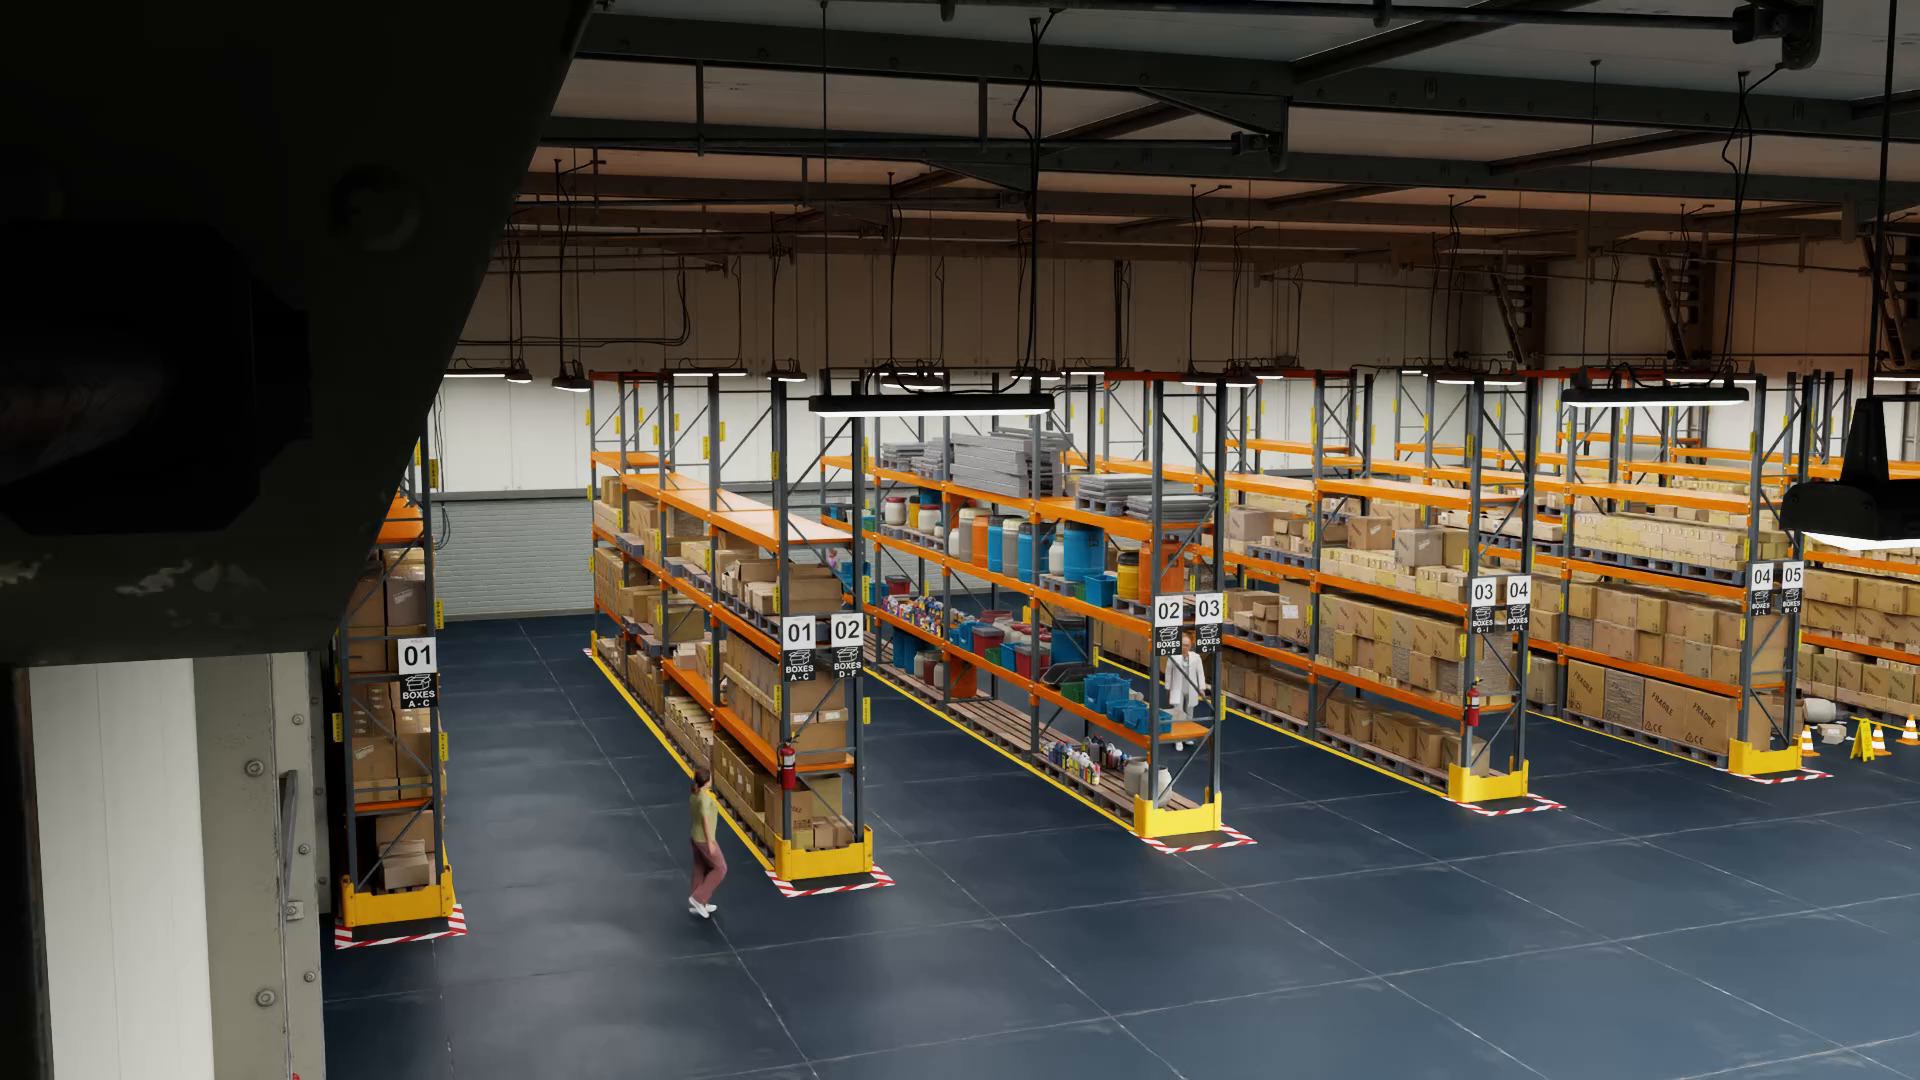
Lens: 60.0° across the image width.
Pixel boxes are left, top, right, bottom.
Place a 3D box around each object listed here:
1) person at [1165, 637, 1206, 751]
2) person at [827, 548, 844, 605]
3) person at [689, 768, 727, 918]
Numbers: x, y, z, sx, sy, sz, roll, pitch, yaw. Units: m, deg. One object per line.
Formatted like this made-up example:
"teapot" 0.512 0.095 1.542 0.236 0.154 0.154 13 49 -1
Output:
"person" 3.640 2.477 26.855 0.643 1.848 0.609 0 6 0
"person" -3.096 0.961 41.057 0.711 1.583 0.434 -5 8 -35
"person" -2.875 3.396 18.764 0.423 1.669 0.467 -2 7 -20
